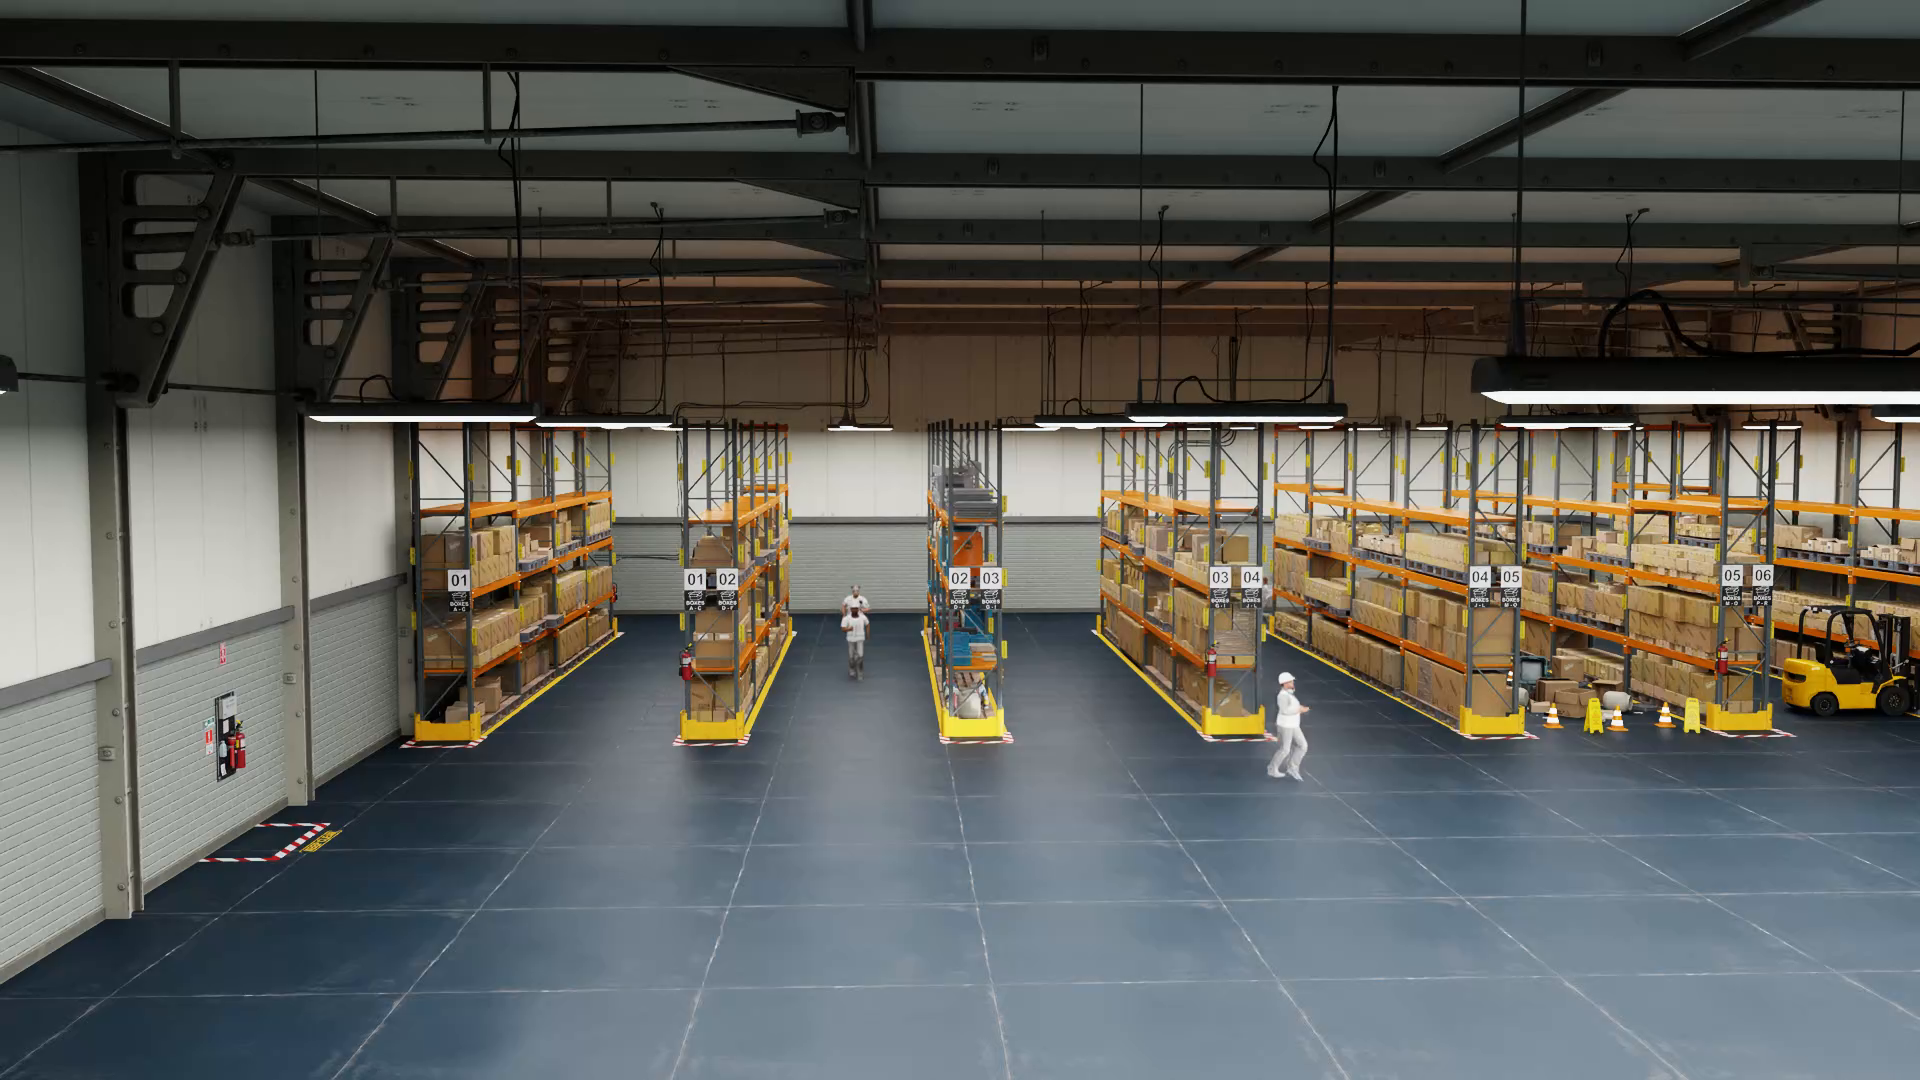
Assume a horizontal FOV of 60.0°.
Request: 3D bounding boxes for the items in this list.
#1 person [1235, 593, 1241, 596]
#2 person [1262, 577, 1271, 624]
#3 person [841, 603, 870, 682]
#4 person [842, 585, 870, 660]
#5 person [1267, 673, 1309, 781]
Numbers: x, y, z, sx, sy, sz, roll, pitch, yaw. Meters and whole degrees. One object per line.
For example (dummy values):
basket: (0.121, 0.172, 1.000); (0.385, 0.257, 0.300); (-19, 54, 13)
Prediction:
person: (7.727, 1.873, 46.500); (0.706, 1.773, 0.887); (0, 4, 1)
person: (8.961, 1.845, 48.818); (0.515, 1.546, 0.579); (-1, 4, -8)
person: (-2.425, 2.363, 38.584); (0.671, 1.829, 0.762); (0, 4, -5)
person: (-2.504, 1.991, 40.023); (0.663, 1.844, 0.909); (0, 4, -7)
person: (5.424, 3.088, 27.383); (0.711, 1.814, 0.637); (2, 4, 29)
